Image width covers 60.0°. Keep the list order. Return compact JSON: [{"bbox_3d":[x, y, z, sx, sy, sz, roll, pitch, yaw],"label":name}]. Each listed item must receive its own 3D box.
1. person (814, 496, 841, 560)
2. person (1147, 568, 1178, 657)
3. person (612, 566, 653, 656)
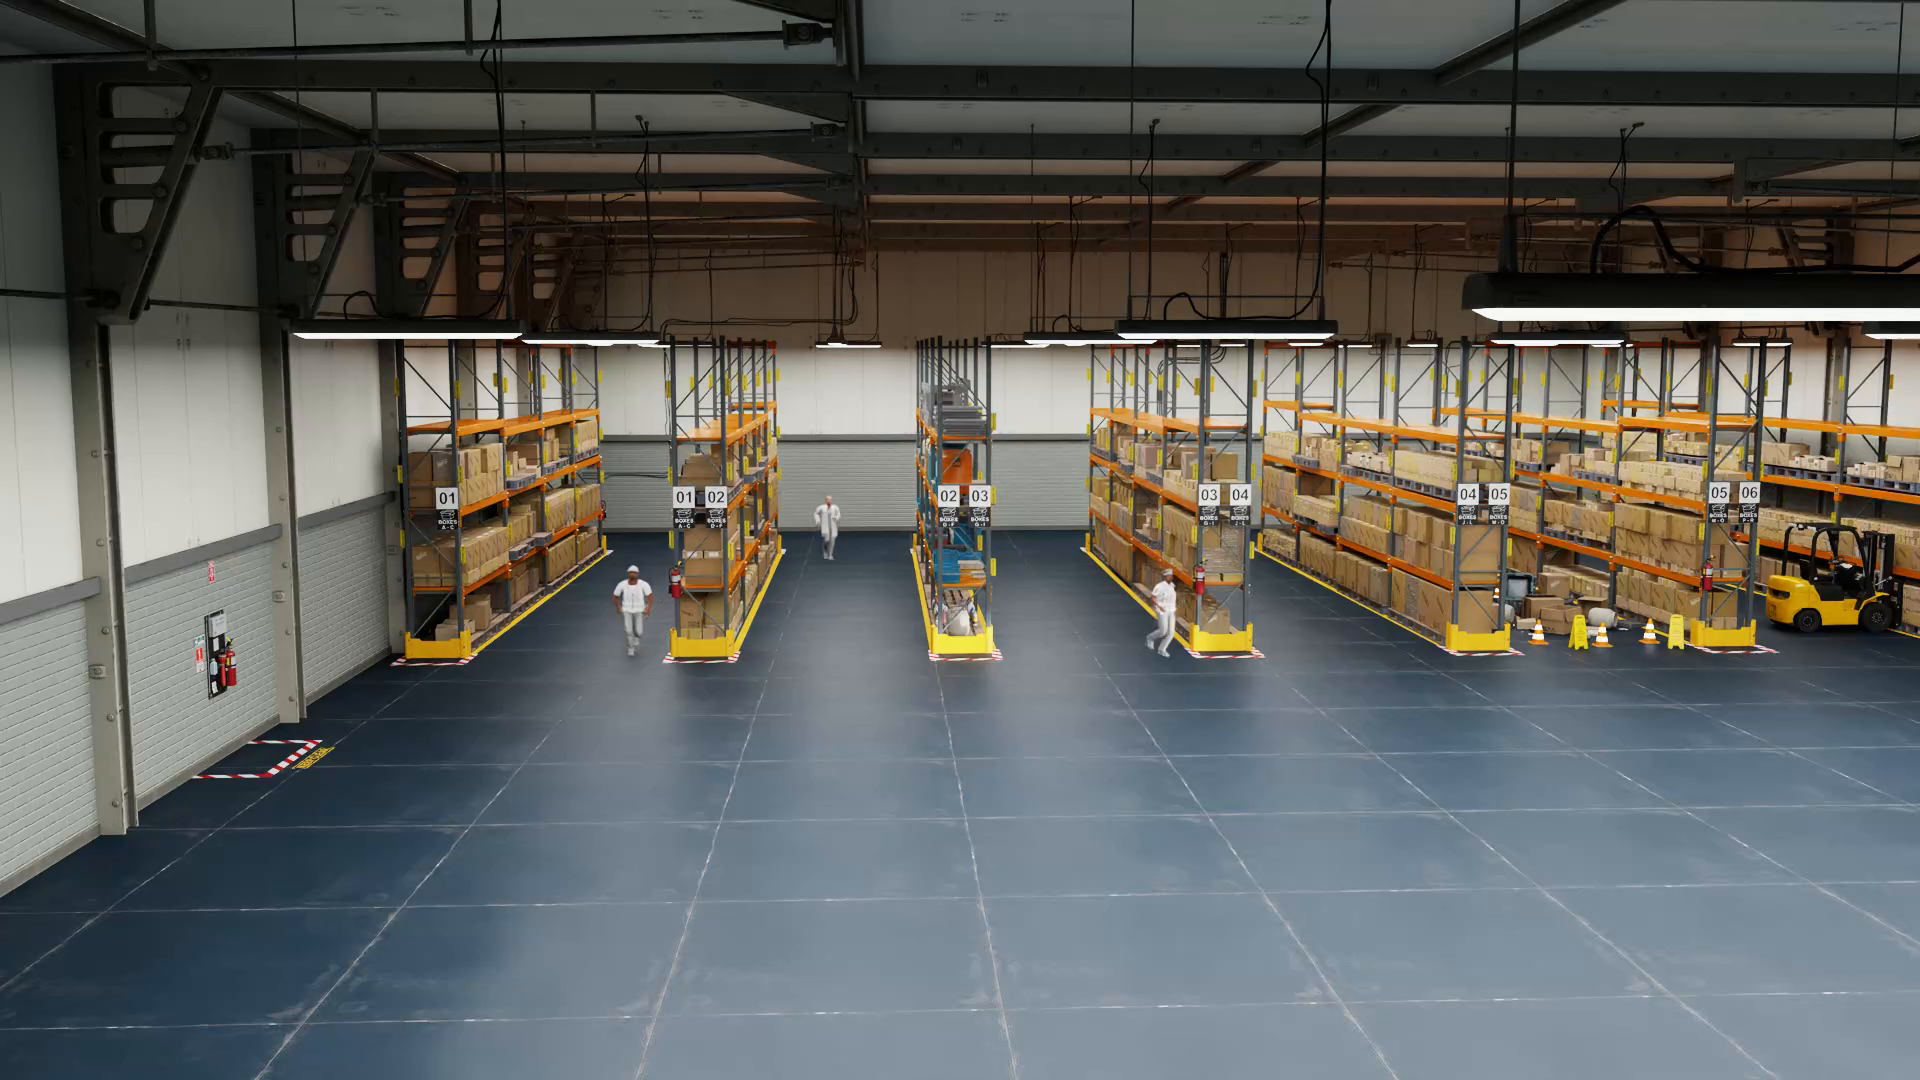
[{"bbox_3d":[-3.595,-0.328,45.562,0.691,1.753,0.723,-2,7,-17],"label":"person"},{"bbox_3d":[3.867,1.352,31.437,0.601,1.651,0.551,-4,7,-30],"label":"person"},{"bbox_3d":[-6.165,1.321,31.333,0.743,1.706,0.626,-1,7,-11],"label":"person"}]
